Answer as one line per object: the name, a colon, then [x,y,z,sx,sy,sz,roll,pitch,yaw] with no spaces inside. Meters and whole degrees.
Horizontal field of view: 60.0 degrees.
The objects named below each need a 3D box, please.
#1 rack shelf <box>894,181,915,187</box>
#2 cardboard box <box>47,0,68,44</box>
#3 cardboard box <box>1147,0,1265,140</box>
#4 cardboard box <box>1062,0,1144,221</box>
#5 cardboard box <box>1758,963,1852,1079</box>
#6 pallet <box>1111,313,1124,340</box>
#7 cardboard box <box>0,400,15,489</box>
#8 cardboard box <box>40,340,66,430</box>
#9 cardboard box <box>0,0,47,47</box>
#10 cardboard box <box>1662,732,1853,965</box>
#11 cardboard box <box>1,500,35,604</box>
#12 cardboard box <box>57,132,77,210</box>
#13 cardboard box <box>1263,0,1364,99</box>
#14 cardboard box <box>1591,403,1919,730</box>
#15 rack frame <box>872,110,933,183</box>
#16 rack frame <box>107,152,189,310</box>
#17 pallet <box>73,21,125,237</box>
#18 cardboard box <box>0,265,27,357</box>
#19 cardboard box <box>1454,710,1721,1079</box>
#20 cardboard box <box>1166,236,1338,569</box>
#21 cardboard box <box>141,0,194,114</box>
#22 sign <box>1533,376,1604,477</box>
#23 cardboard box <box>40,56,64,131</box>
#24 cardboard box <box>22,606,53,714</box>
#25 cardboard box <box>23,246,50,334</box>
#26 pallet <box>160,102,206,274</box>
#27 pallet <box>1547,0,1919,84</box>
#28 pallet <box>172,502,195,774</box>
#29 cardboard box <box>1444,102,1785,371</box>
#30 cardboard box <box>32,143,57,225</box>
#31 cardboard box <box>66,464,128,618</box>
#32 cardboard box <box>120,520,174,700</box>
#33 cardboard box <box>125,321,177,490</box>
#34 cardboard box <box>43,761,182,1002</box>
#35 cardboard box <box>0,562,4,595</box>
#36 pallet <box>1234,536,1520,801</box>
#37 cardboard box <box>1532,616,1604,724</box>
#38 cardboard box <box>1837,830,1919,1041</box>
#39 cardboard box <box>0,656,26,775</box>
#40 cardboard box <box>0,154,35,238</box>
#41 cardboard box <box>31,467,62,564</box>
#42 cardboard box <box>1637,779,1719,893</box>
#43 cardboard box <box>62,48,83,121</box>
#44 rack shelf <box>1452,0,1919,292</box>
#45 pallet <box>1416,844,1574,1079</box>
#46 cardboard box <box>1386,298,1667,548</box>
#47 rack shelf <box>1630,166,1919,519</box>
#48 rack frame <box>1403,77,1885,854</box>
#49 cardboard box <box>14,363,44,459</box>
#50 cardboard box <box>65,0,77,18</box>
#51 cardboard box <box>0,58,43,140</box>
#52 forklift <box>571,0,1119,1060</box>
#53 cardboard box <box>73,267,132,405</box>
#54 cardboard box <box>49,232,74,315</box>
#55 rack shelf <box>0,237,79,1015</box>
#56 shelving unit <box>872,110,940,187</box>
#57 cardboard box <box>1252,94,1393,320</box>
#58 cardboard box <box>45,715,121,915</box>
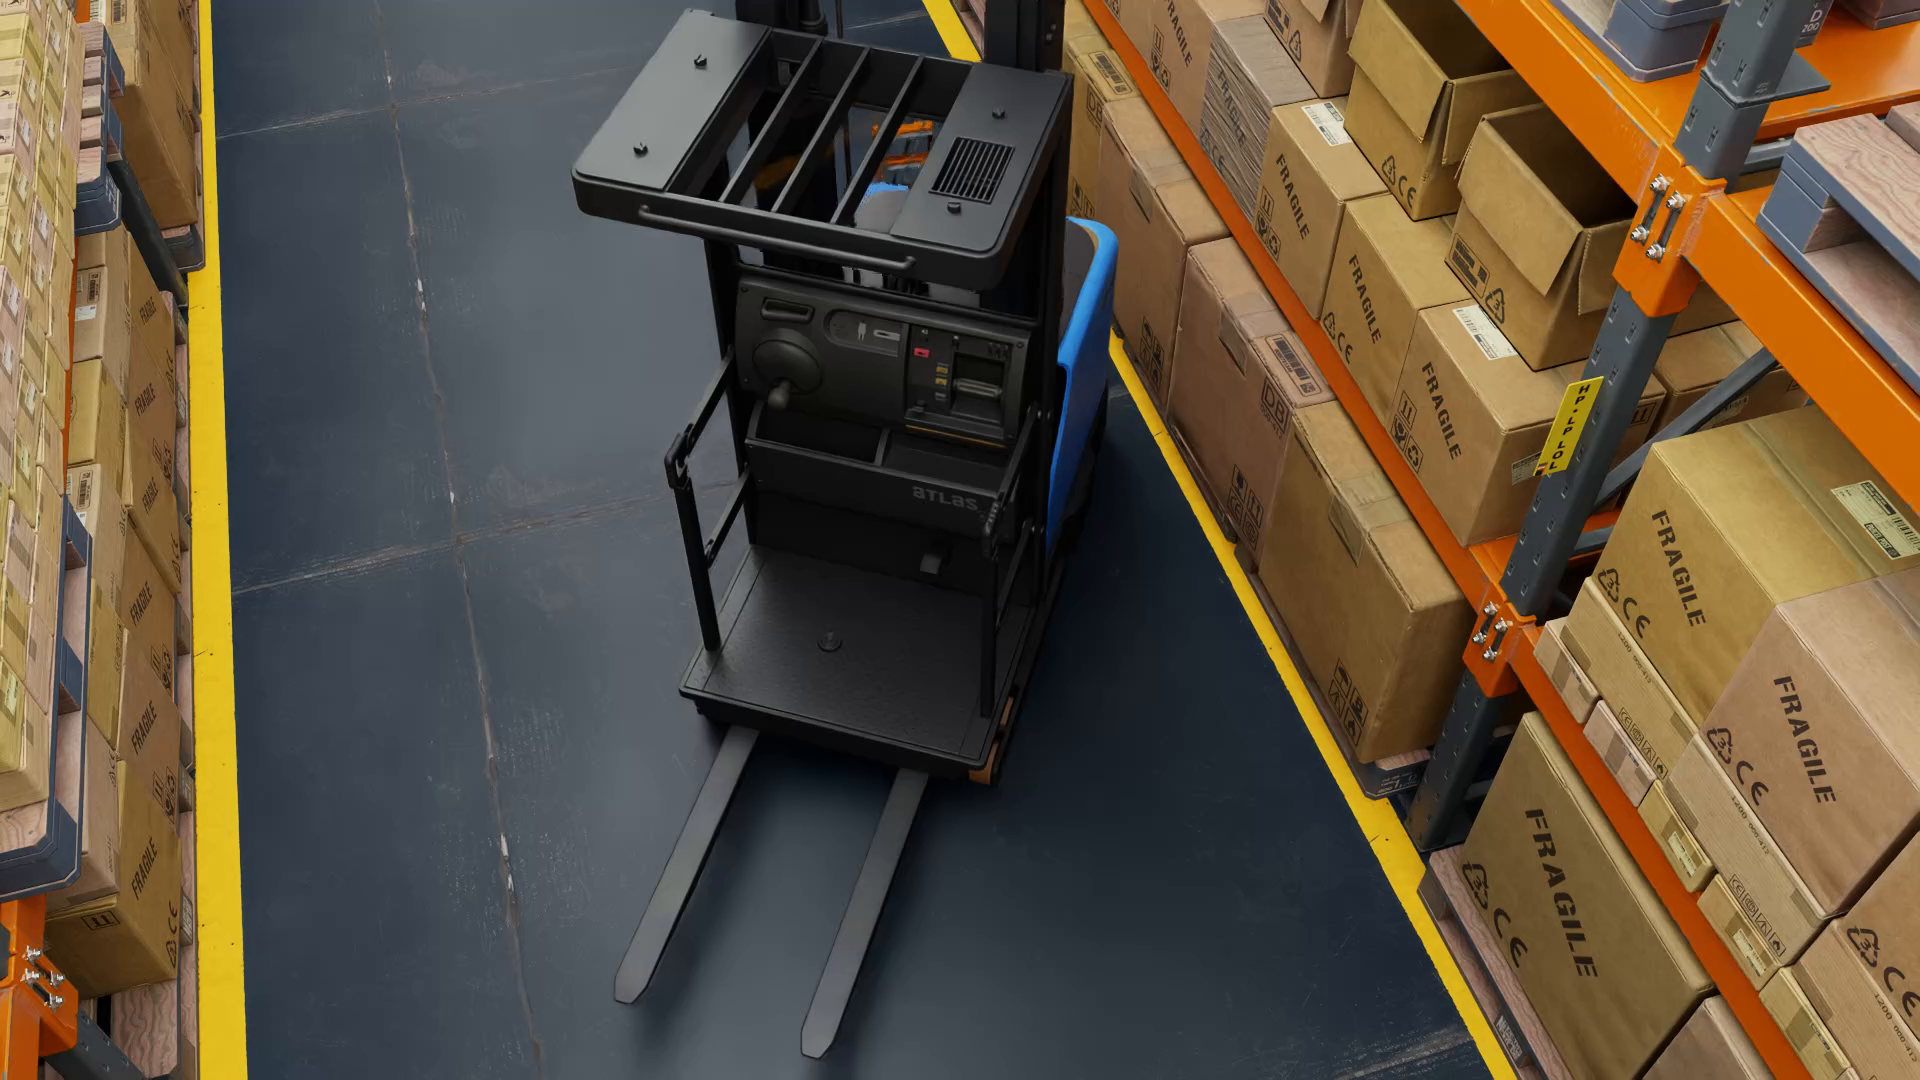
rack shelf: [-0.199,-1.432,6.910,0.258,0.103,0.180,-8,22,-7]
cardboard box: [-3.352,-1.825,5.812,0.380,0.149,0.250,-12,51,-10]
cardboard box: [1.029,-1.847,6.069,0.500,0.500,0.500,-14,51,-12]
cardboard box: [1.019,-1.922,7.313,1.225,0.875,0.875,-15,52,-13]
cardboard box: [2.099,1.076,3.835,0.380,0.149,0.250,-14,51,-11]
pallet: [0.996,-1.489,7.657,1.003,0.211,1.213,-13,51,-11]
cardboard box: [-2.660,-0.222,4.266,0.380,0.149,0.250,-14,51,-11]
cardboard box: [-2.818,-0.410,4.813,0.380,0.149,0.250,-14,51,-12]
cardboard box: [-3.278,-1.741,5.546,0.380,0.149,0.250,-14,51,-11]
cardboard box: [2.049,0.660,3.925,0.500,0.250,0.500,-14,51,-11]
cardboard box: [-2.582,0.069,4.214,0.380,0.149,0.250,-12,51,-10]
cardboard box: [-3.129,-1.178,5.461,0.380,0.149,0.250,-14,51,-11]
cardboard box: [1.431,-1.833,5.402,0.797,0.503,0.637,-12,51,-10]
cardboard box: [1.916,0.059,3.941,0.500,0.500,0.500,-13,51,-11]
rack frame: [-0.207,-1.394,7.022,0.240,1.200,0.006,-8,22,-7]
rack frame: [-3.933,-1.933,6.207,1.000,3.000,0.127,-13,51,-11]
pallet: [-3.620,-1.375,5.862,1.213,0.211,1.003,-13,51,-11]
cardboard box: [-2.810,-0.593,4.578,0.380,0.149,0.250,-12,51,-10]
cardboard box: [2.137,0.991,4.858,0.875,0.875,0.875,-13,51,-11]
cardboard box: [1.545,-0.625,6.220,1.225,0.875,0.875,-15,51,-12]
cardboard box: [-4.289,-2.446,7.837,1.050,0.750,0.750,-13,51,-10]
sign: [1.503,-0.277,4.106,0.100,0.325,0.005,-13,51,-11]
cardboard box: [-3.191,-1.439,5.486,0.380,0.149,0.250,-12,51,-10]
cardboard box: [-2.514,0.341,4.180,0.380,0.149,0.250,-13,51,-10]
cardboard box: [-2.891,-0.695,4.859,0.380,0.149,0.250,-14,51,-12]
pallet: [-4.094,-1.627,7.773,1.003,0.211,1.213,-13,51,-11]
pallet: [1.700,-1.623,4.109,0.805,0.209,1.217,-15,52,-12]
pallet: [-3.346,0.426,6.042,1.003,0.211,1.213,-13,51,-11]
cardboard box: [1.821,-0.879,4.597,0.797,0.503,0.637,-15,51,-12]
cardboard box: [-3.046,-1.074,5.178,0.380,0.149,0.250,-14,51,-11]
cardboard box: [-3.022,0.056,5.400,0.500,0.250,0.500,-12,51,-10]
cardboard box: [-3.041,0.294,5.690,0.500,0.500,0.500,-13,51,-10]
cardboard box: [-3.338,-0.461,6.327,0.500,0.500,0.500,-11,51,-10]
cardboard box: [-2.715,1.059,5.045,0.500,0.500,0.500,-12,51,-10]
cardboard box: [-2.515,0.149,3.953,0.380,0.149,0.250,-12,51,-10]
pallet: [1.718,0.293,6.154,1.003,0.211,1.213,-13,51,-11]
cardboard box: [1.788,0.313,4.478,0.380,0.149,0.250,-13,51,-11]
cardboard box: [2.212,0.800,3.317,0.500,0.500,0.500,-15,51,-12]
cardboard box: [-2.427,0.447,3.896,0.380,0.149,0.250,-13,51,-10]
cardboard box: [-2.970,-0.980,4.904,0.380,0.149,0.250,-11,51,-9]
cardboard box: [-2.658,-0.026,4.489,0.380,0.149,0.250,-13,51,-11]
cardboard box: [1.944,0.697,4.154,0.380,0.149,0.250,-12,51,-10]
cardboard box: [-3.276,-1.549,5.773,0.380,0.149,0.250,-13,51,-11]
rack shelf: [1.427,-2.255,4.987,1.077,0.370,4.000,-13,51,-11]
pallet: [2.168,1.413,5.211,1.003,0.211,1.213,-13,51,-11]
cardboard box: [1.619,-0.371,4.825,0.500,0.500,0.500,-13,51,-11]
rack shelf: [2.610,0.667,2.524,1.077,0.370,4.000,-13,51,-11]
rack frame: [2.018,-0.059,4.628,1.000,3.000,0.127,-13,51,-11]
cardboard box: [-2.742,-0.317,4.540,0.380,0.149,0.250,-11,51,-10]
cardboard box: [-3.808,-2.354,6.497,0.500,0.500,0.500,-13,51,-11]
cardboard box: [-3.118,-1.355,5.221,0.380,0.149,0.250,-12,51,-10]
forklift: [-0.308,-0.438,4.992,1.130,2.935,3.031,13,51,11]
cardboard box: [-3.320,-0.698,6.036,0.500,0.250,0.500,-13,51,-10]
cardboard box: [-2.973,-0.793,5.136,0.380,0.149,0.250,-12,51,-10]
rack shelf: [-3.341,-0.240,5.251,1.077,0.370,4.000,-13,51,-11]
shelving unit: [-0.192,-1.362,6.938,0.258,1.200,0.189,-8,22,-7]
cardboard box: [1.318,-1.114,5.452,0.500,0.500,0.500,-14,51,-11]
cardboard box: [-2.716,0.818,4.758,0.500,0.250,0.500,-15,52,-13]
